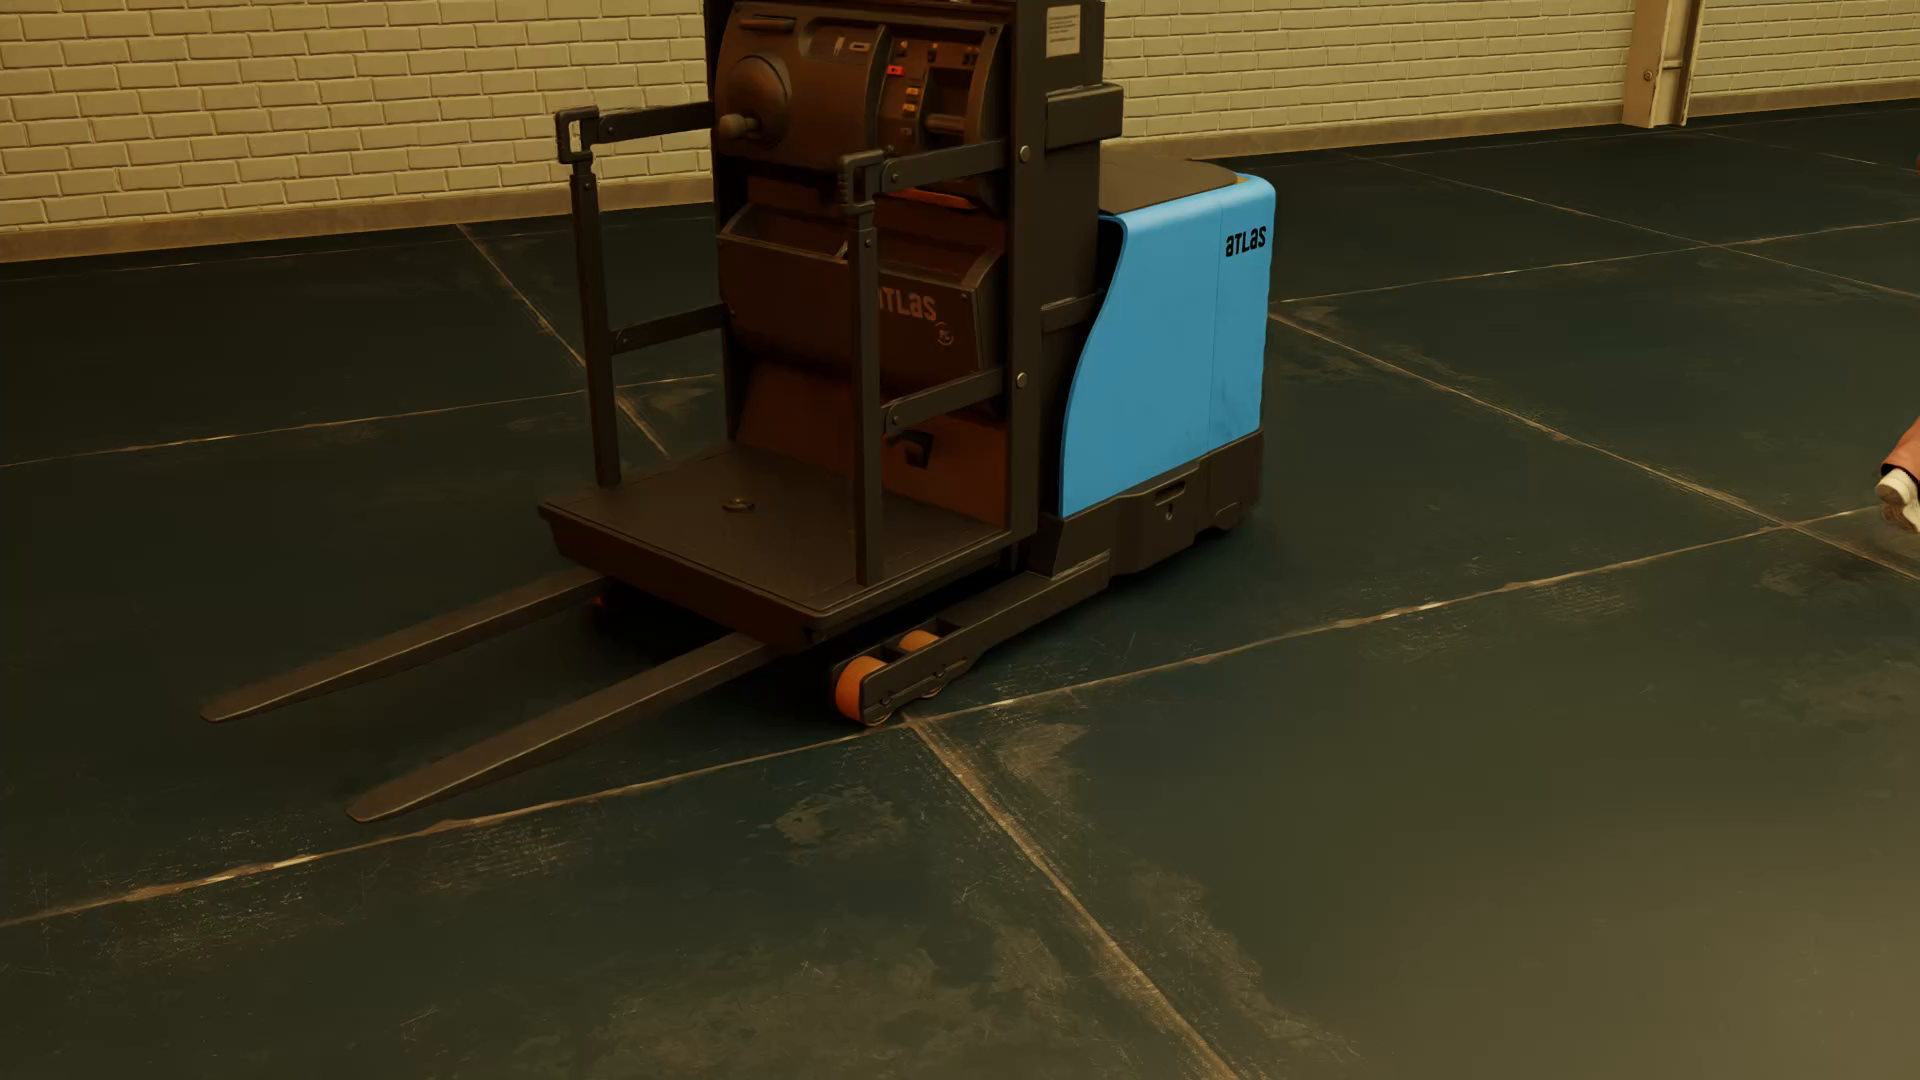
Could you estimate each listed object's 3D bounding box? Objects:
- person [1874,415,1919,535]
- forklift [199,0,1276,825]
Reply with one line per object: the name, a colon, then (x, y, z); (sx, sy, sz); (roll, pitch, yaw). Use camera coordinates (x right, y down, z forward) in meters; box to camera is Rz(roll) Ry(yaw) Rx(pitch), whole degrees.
person: (2.962, -0.700, 4.638); (0.492, 1.656, 0.657); (-9, 24, -21)
forklift: (-0.410, -1.122, 3.987); (1.130, 2.935, 3.031); (19, 29, 38)
